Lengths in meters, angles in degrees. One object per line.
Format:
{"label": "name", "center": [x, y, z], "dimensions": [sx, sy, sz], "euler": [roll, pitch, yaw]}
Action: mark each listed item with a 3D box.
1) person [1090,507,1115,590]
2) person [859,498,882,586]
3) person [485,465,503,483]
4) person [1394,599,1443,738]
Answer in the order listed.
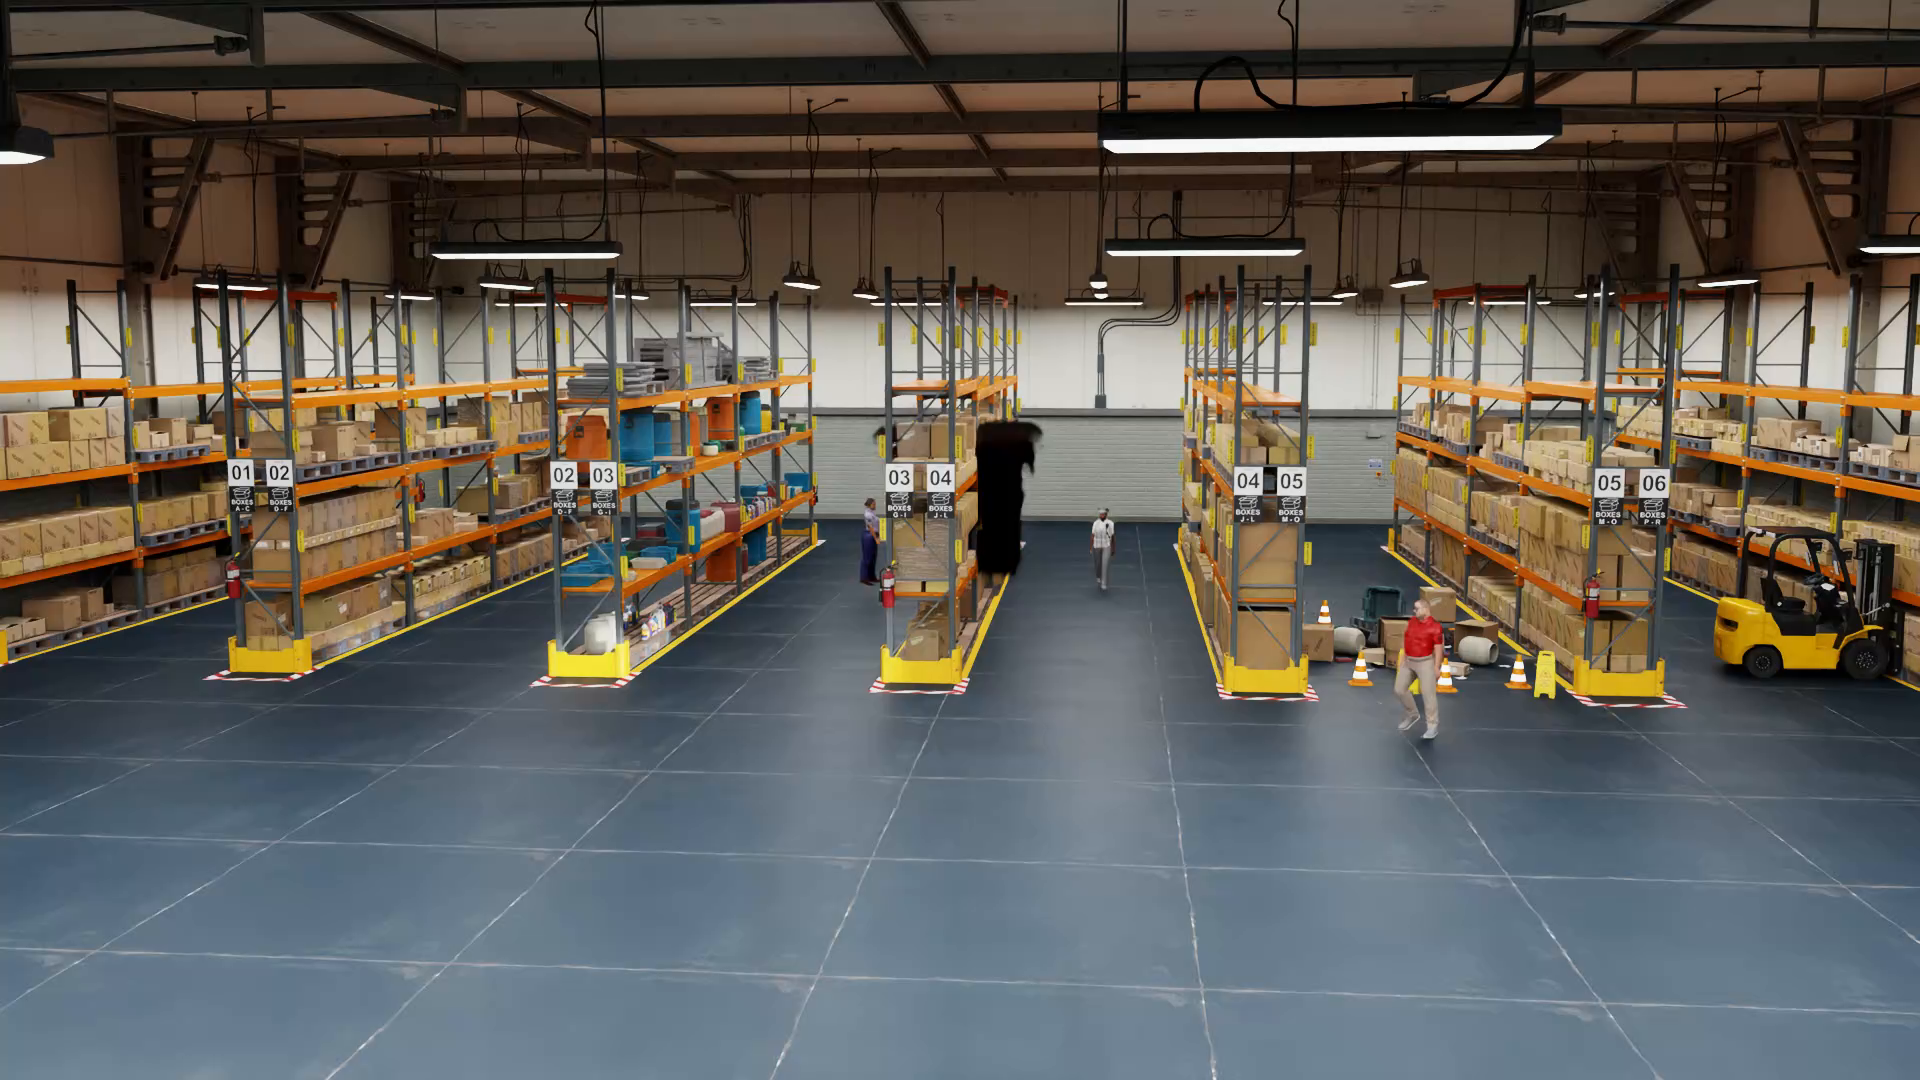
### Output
{"label": "person", "center": [2.861, 0.143, 33.347], "dimensions": [0.500, 1.639, 0.937], "euler": [1, 7, 9]}
{"label": "person", "center": [-1.708, 0.019, 31.857], "dimensions": [0.422, 1.676, 0.553], "euler": [0, 7, 1]}
{"label": "person", "center": [-11.976, -1.071, 42.809], "dimensions": [0.523, 1.707, 1.042], "euler": [1, 7, 5]}
{"label": "person", "center": [5.802, 1.599, 20.975], "dimensions": [0.428, 1.752, 0.617], "euler": [-5, 9, -36]}
